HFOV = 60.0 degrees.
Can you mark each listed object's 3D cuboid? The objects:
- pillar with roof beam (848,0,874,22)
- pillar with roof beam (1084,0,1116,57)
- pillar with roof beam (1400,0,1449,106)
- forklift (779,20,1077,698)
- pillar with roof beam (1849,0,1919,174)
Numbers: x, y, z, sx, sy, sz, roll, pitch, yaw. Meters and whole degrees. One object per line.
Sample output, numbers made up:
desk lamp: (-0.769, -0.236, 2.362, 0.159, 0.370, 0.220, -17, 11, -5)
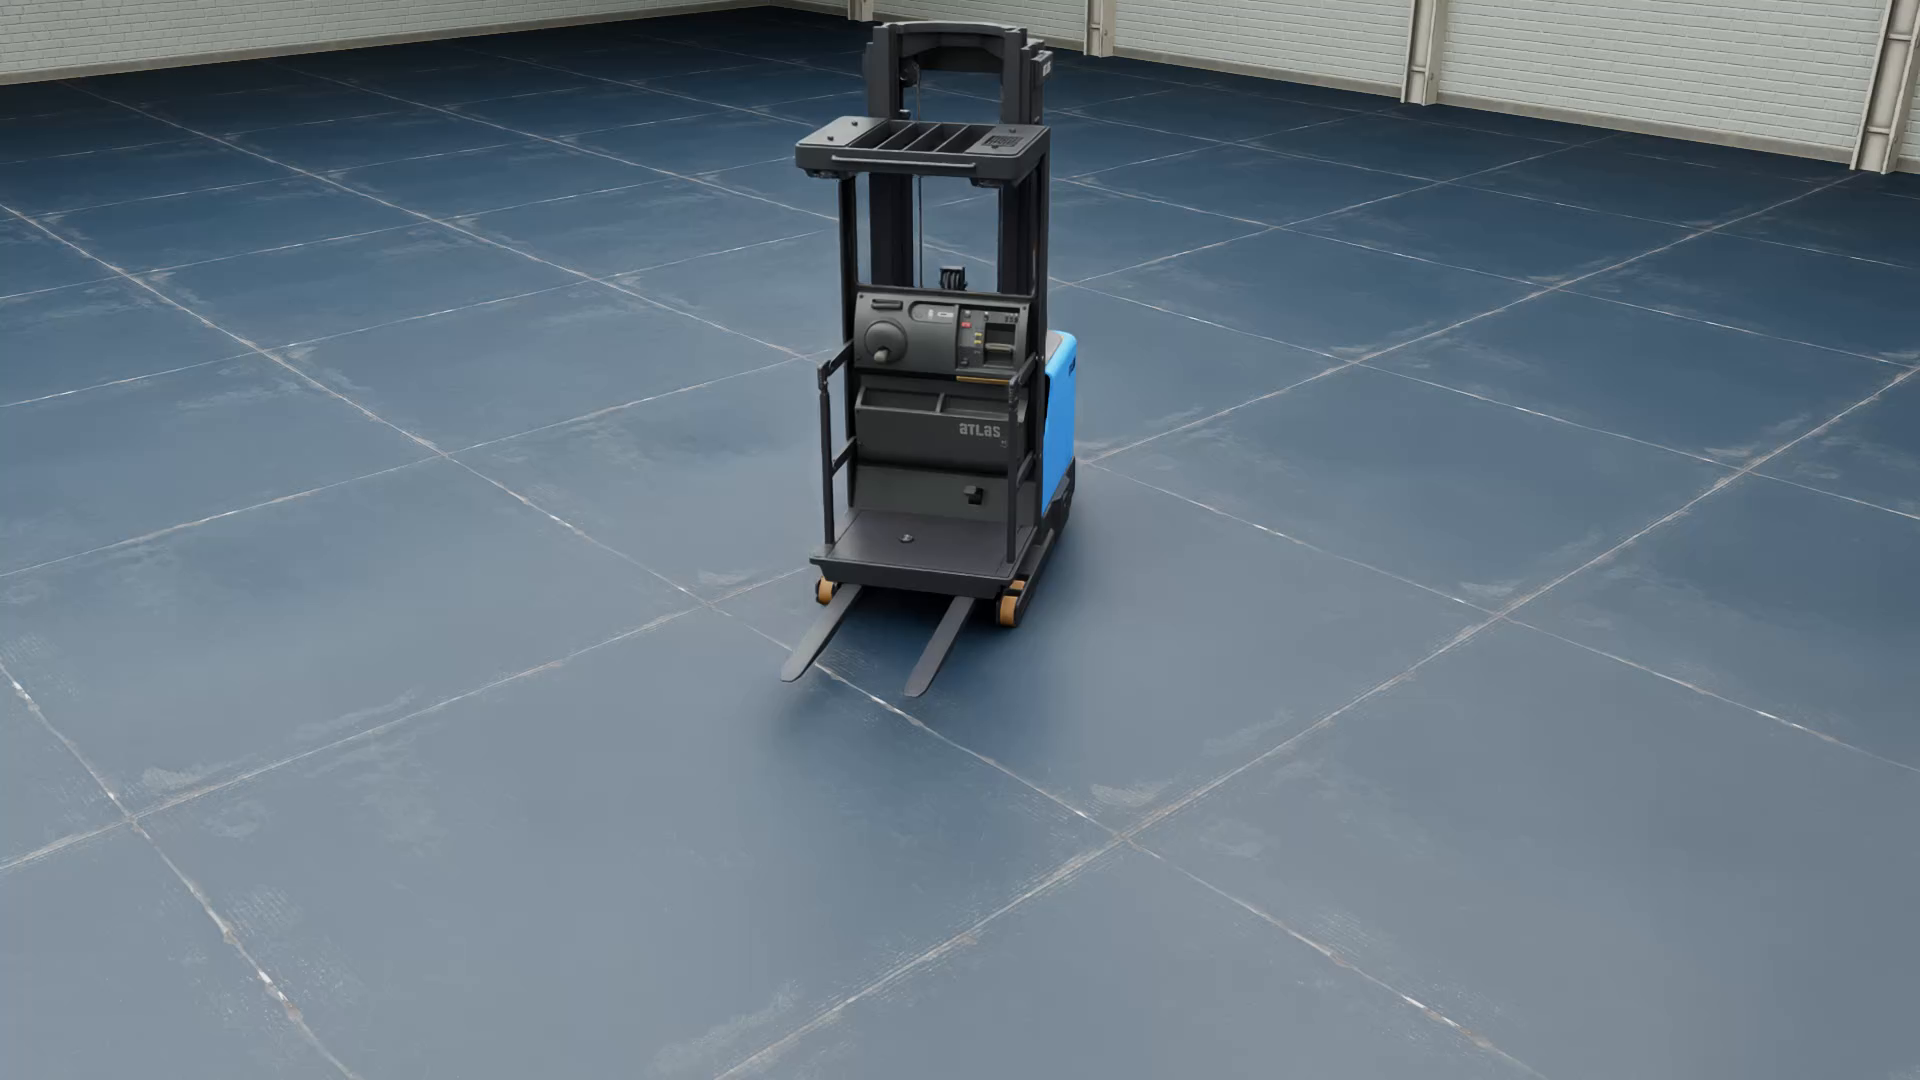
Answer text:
pillar with roof beam: (-4.989, -12.571, 26.463, 9.100, 9.000, 0.400, -21, 32, -38)
pillar with roof beam: (-0.888, -10.753, 22.479, 9.100, 9.000, 0.400, -21, 32, -38)
pillar with roof beam: (3.213, -8.935, 18.494, 9.100, 9.000, 0.400, -21, 32, -38)
forklift: (-0.150, -1.052, 8.525, 1.130, 2.935, 3.031, 6, 25, 13)
pillar with roof beam: (7.314, -7.117, 14.509, 9.100, 9.000, 0.400, -21, 32, -38)
